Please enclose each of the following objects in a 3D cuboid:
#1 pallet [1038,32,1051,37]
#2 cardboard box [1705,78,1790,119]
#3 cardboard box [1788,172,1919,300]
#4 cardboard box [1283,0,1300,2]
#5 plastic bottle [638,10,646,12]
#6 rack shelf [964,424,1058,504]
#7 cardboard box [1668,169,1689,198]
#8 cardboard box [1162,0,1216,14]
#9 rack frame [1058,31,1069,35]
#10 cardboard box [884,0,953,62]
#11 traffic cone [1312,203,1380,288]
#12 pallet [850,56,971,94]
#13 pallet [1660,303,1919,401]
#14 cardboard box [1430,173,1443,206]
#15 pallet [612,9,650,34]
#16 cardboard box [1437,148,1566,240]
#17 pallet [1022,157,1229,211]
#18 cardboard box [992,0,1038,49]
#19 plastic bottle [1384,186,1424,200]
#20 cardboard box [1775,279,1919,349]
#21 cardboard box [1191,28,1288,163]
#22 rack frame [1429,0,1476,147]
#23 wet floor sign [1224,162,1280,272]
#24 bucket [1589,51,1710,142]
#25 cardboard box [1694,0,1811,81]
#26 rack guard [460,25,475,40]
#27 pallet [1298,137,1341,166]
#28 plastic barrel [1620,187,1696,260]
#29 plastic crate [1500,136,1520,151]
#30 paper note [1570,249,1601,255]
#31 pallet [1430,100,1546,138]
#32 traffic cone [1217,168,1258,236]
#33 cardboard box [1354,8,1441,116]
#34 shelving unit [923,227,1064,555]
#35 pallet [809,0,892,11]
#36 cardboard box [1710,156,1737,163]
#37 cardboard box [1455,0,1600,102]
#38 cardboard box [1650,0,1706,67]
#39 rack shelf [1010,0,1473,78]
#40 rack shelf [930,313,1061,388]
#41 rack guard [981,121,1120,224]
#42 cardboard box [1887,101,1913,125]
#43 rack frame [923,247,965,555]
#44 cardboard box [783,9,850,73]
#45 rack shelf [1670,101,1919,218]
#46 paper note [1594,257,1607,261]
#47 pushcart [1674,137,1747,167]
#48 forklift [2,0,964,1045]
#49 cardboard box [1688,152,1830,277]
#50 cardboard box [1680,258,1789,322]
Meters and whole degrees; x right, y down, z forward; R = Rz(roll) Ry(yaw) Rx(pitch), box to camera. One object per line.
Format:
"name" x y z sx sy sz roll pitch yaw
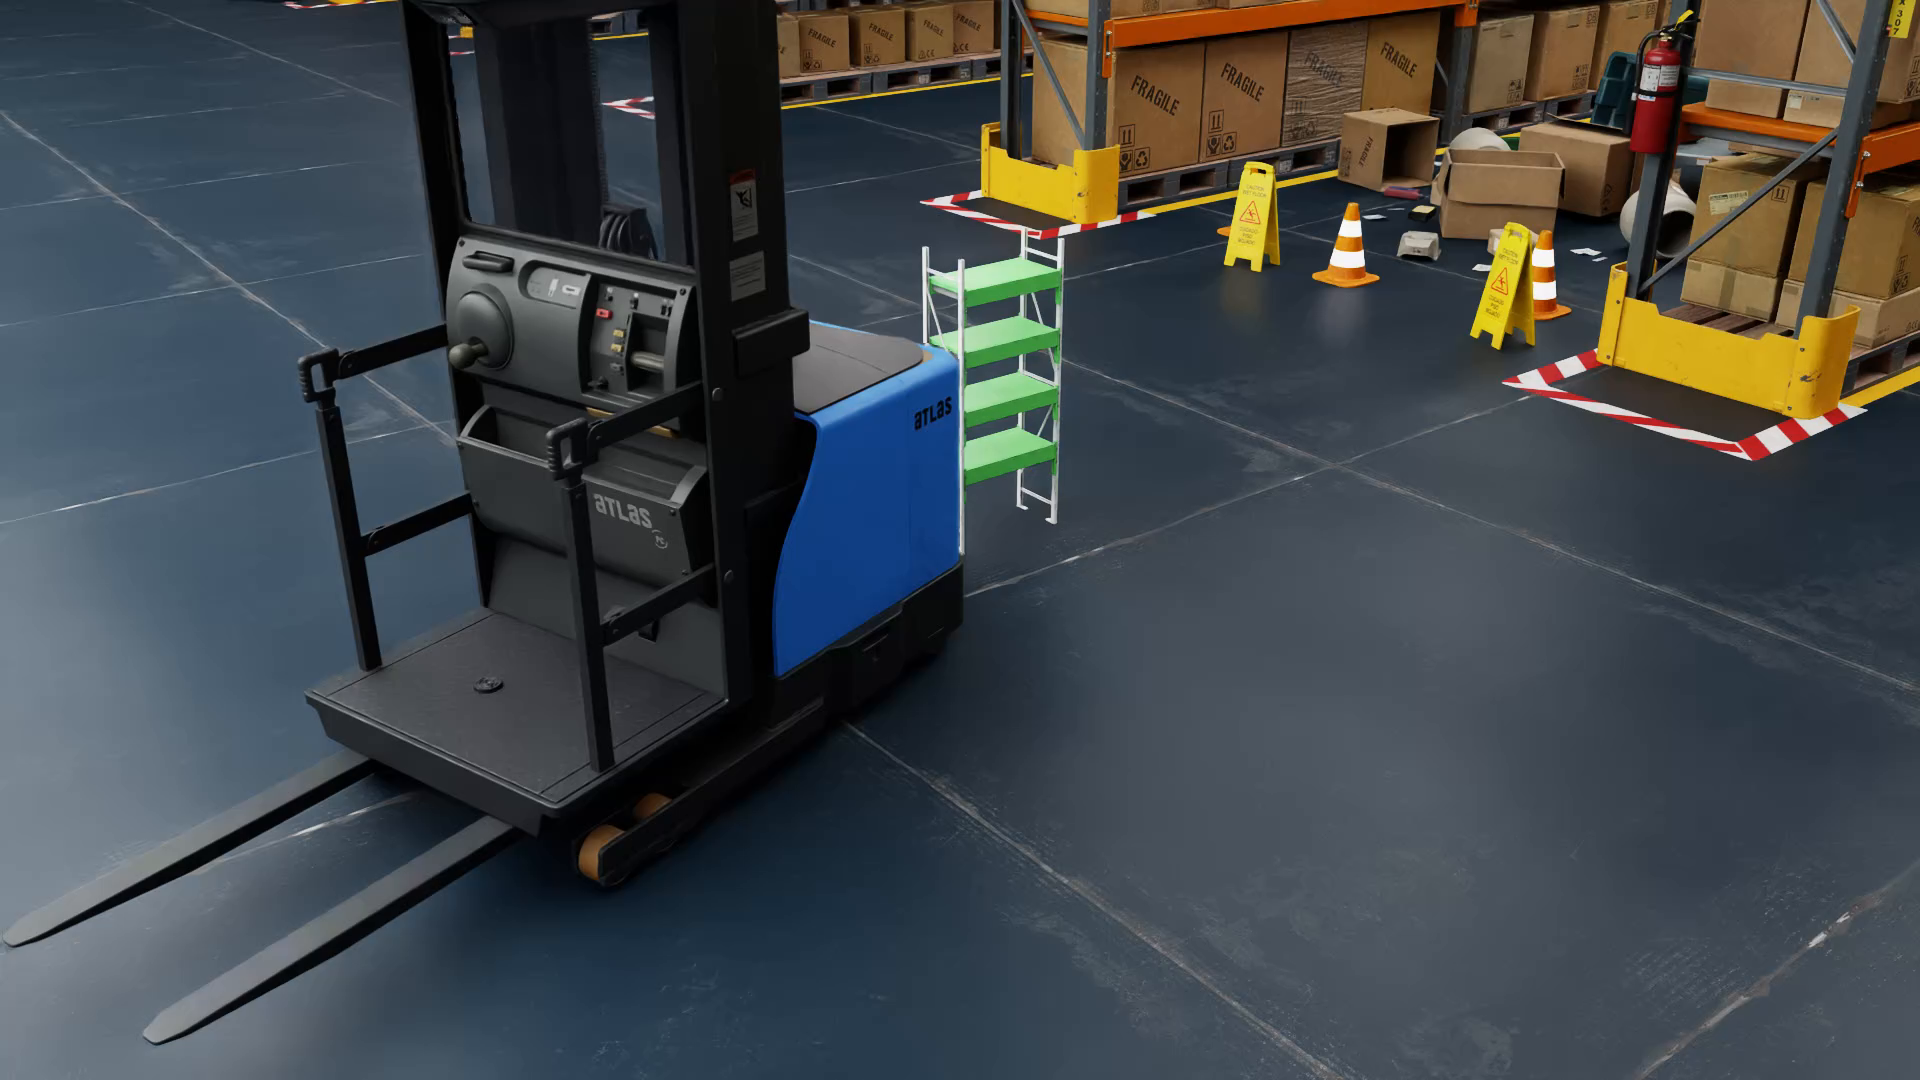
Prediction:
"pallet" 1.422 -5.407 18.150 1.213 0.211 1.003 -18 31 -34
"cardboard box" 3.940 -2.201 8.228 0.250 0.149 0.380 -17 30 -32
"cardboard box" 4.602 -1.555 8.414 0.500 0.500 0.500 -19 31 -36
"cardboard box" 2.237 -4.345 12.372 0.500 0.550 0.875 -18 31 -34
"plastic bottle" -3.774 -6.400 19.696 0.097 0.271 0.097 0 25 0
"rack shelf" 0.130 -0.312 6.718 0.480 0.148 0.258 -18 31 -34
"cardboard box" 4.960 -2.445 11.704 0.258 0.266 0.396 5 25 11
"cardboard box" 1.327 -4.090 11.822 0.550 0.550 0.875 -18 31 -34
"rack frame" 0.811 -6.469 17.126 0.127 3.000 1.000 -18 31 -34
"cardboard box" -0.415 -5.096 16.639 0.500 0.500 0.500 -22 33 -38
"traffic cone" 2.368 -1.815 10.111 0.334 0.463 0.336 -18 31 -34
"pallet" -0.657 -4.699 16.625 1.213 0.211 1.003 -18 31 -34
"pallet" 4.499 -1.101 8.872 1.213 0.211 1.003 -18 31 -34
"cardboard box" 3.576 -2.503 11.828 0.258 0.266 0.396 -13 28 -25
"pallet" -3.761 -6.366 20.215 1.213 0.211 1.003 -18 31 -34
"cardboard box" 3.598 -2.310 11.129 0.797 0.503 0.637 5 25 11
"pallet" 1.225 -2.729 12.380 1.213 0.211 1.003 -18 31 -34
"cardboard box" 0.471 -5.435 17.368 0.500 0.500 0.500 -19 31 -36
"plastic bottle" 3.253 -2.528 12.124 0.283 0.061 0.133 15 29 29
"cardboard box" 4.583 -1.208 8.558 0.500 0.250 0.500 -19 31 -34
"cardboard box" 1.828 -3.415 12.569 0.875 0.875 0.875 -19 31 -35
"rack frame" 3.792 -4.800 13.529 0.127 3.000 1.000 -18 31 -34
"wet floor sign" 1.843 -2.029 10.356 0.267 0.644 0.232 21 32 37
"bucket" 5.107 -3.205 12.176 0.620 0.611 0.726 2 23 -21
"cardboard box" 4.035 -2.560 8.230 0.500 0.500 0.500 -19 31 -35
"rack guard" -5.363 -5.972 19.025 0.348 0.500 1.175 -18 31 -34
"pallet" 3.145 -3.363 13.746 1.213 0.211 1.003 -18 31 -34
"plastic barrel" 4.469 -2.017 10.592 0.421 0.421 0.512 1 25 2
"plastic crate" 4.463 -3.071 13.076 0.662 0.188 0.450 -3 15 -7
"paper note" 4.055 -1.871 10.759 0.142 0.019 0.148 -8 26 -16
"pallet" 4.352 -3.760 14.601 1.213 0.211 1.003 -18 31 -34
"traffic cone" 1.938 -2.277 11.108 0.334 0.463 0.336 -18 31 -34
"cardboard box" 3.254 -3.886 13.586 0.875 0.875 0.875 -18 30 -33
"shelving unit" 0.130 -0.587 6.590 0.503 1.200 0.258 -18 31 -34
"pallet" -1.652 -7.062 21.715 1.213 0.211 1.003 -18 31 -34
"cardboard box" 5.243 -2.226 10.949 0.500 0.500 0.500 1 25 2
"cardboard box" 4.986 -4.410 14.863 0.750 0.750 1.050 -18 31 -34
"cardboard box" 6.405 -4.880 15.876 0.750 0.750 1.050 -19 31 -35
"rack shelf" 2.218 -3.954 12.561 4.000 0.370 1.077 -18 31 -34
"rack shelf" 0.130 -0.747 6.516 0.480 0.148 0.258 -18 31 -34
"rack guard" 0.625 -2.621 11.803 0.348 0.500 1.175 -18 31 -34
"cardboard box" 4.363 -2.123 8.060 0.250 0.149 0.380 -18 30 -33
"rack frame" -0.062 -0.524 6.453 0.015 1.200 0.240 -18 31 -34
"cardboard box" -1.386 -4.810 16.021 0.500 0.500 0.500 -10 27 -21
"rack shelf" 5.352 -2.340 9.084 4.000 0.370 1.077 -18 31 -34
"paper note" 4.079 -1.789 10.593 0.123 0.001 0.032 -18 31 -34
"pushcart" 5.479 -2.739 12.203 1.648 0.377 0.936 15 29 29
"forklift" -1.236 -0.590 4.540 1.130 2.935 3.031 16 29 31
"cardboard box" 4.248 -1.725 8.780 0.500 0.500 0.500 -18 30 -34
"cardboard box" 4.267 -1.396 8.961 0.500 0.250 0.500 -18 31 -34
